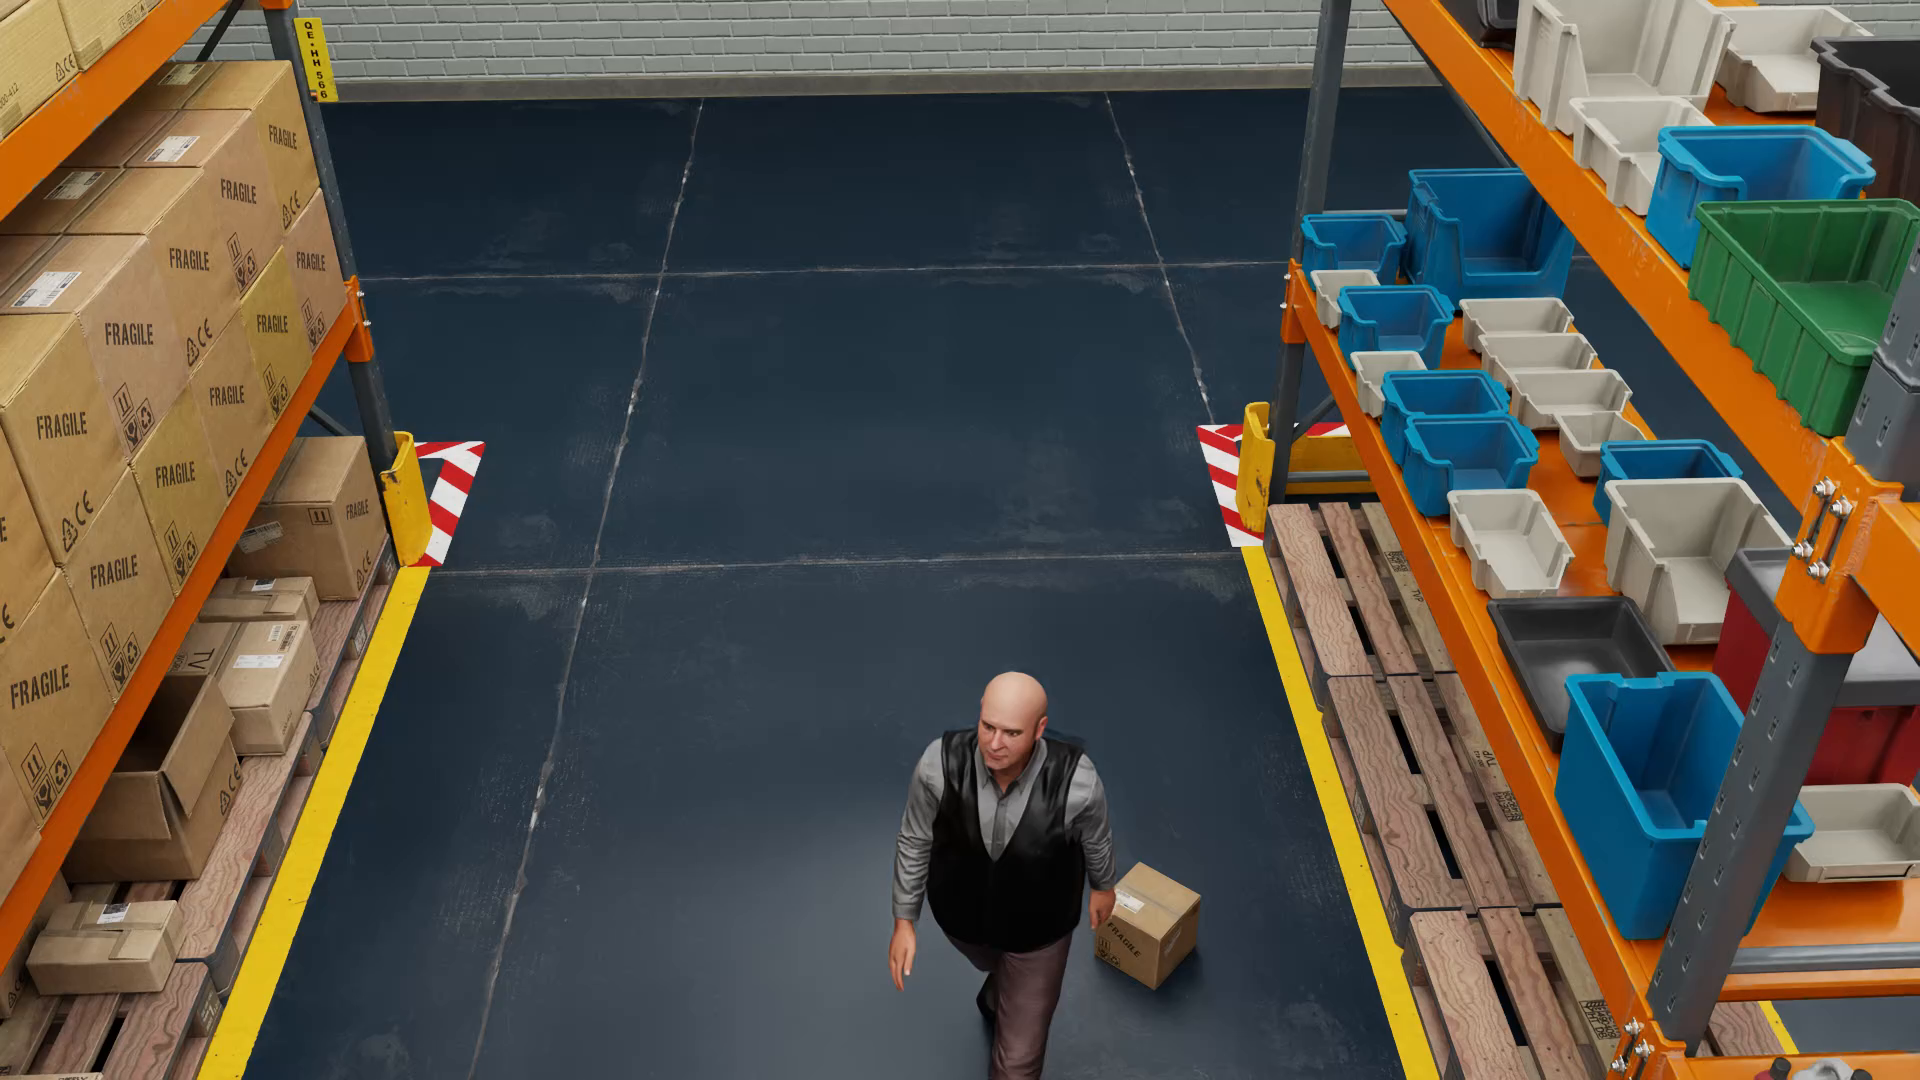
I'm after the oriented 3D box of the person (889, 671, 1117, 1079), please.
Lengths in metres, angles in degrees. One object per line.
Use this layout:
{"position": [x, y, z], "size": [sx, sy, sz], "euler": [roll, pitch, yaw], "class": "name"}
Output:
{"position": [0.112, 1.056, 4.669], "size": [0.581, 1.665, 1.100], "euler": [10, 36, 14], "class": "person"}
